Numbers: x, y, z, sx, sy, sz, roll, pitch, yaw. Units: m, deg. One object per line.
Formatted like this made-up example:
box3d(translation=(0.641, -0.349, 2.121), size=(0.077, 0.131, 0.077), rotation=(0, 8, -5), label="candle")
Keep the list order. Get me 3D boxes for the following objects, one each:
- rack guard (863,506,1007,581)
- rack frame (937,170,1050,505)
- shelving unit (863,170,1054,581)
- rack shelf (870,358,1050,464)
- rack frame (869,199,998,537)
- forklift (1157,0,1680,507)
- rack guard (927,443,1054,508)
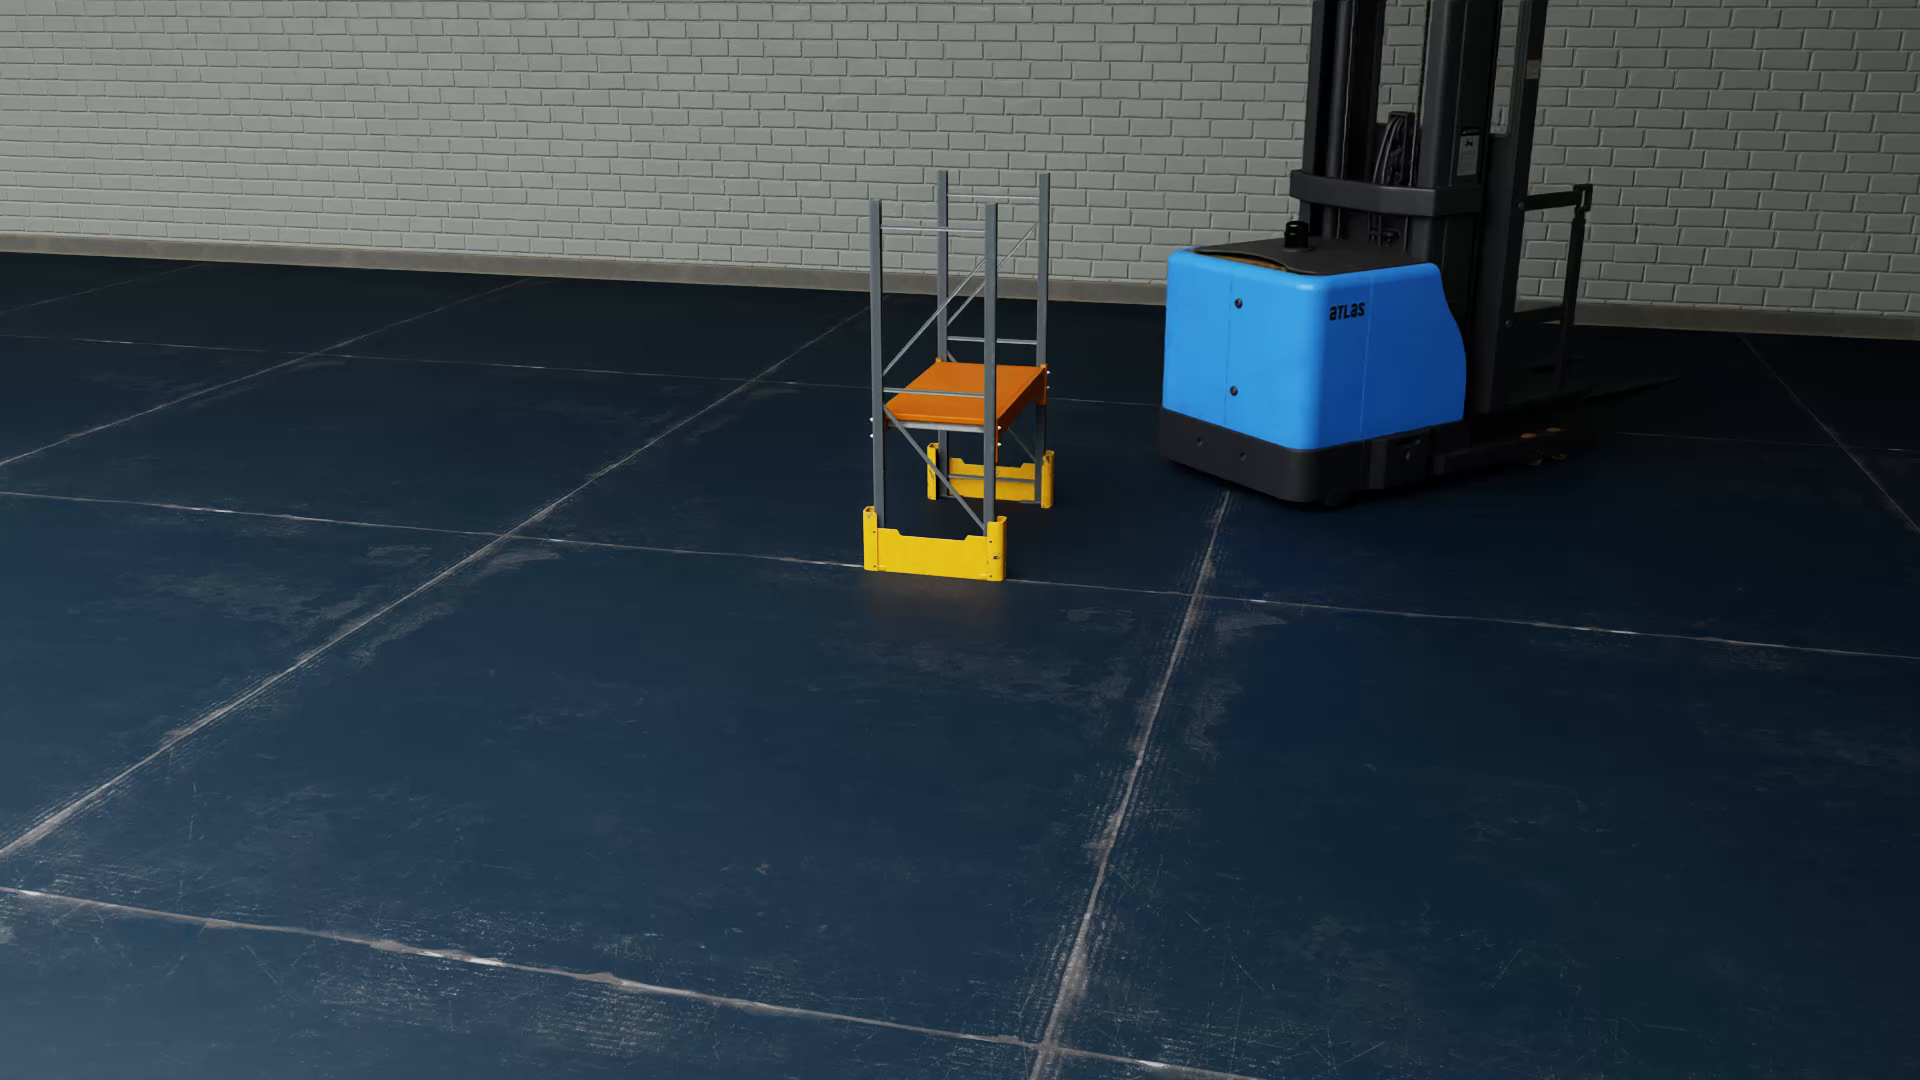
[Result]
box3d(translation=(-0.103, 0.014, 6.760), size=(0.587, 0.250, 0.087), rotation=(5, 19, 13), label="rack guard")
box3d(translation=(0.145, -0.896, 7.490), size=(0.500, 1.500, 0.032), rotation=(5, 19, 13), label="rack frame")
box3d(translation=(0.019, -0.734, 7.015), size=(0.587, 1.500, 1.083), rotation=(5, 19, 13), label="shelving unit")
box3d(translation=(0.021, -0.566, 7.082), size=(0.538, 0.185, 1.000), rotation=(5, 19, 13), label="rack shelf")
box3d(translation=(-0.103, -0.577, 6.557), size=(0.500, 1.500, 0.032), rotation=(5, 19, 13), label="rack frame")
box3d(translation=(2.487, -1.883, 8.166), size=(3.031, 2.935, 1.130), rotation=(-12, 22, -31), label="forklift")
box3d(translation=(0.140, -0.298, 7.674), size=(0.587, 0.250, 0.087), rotation=(5, 19, 13), label="rack guard")
